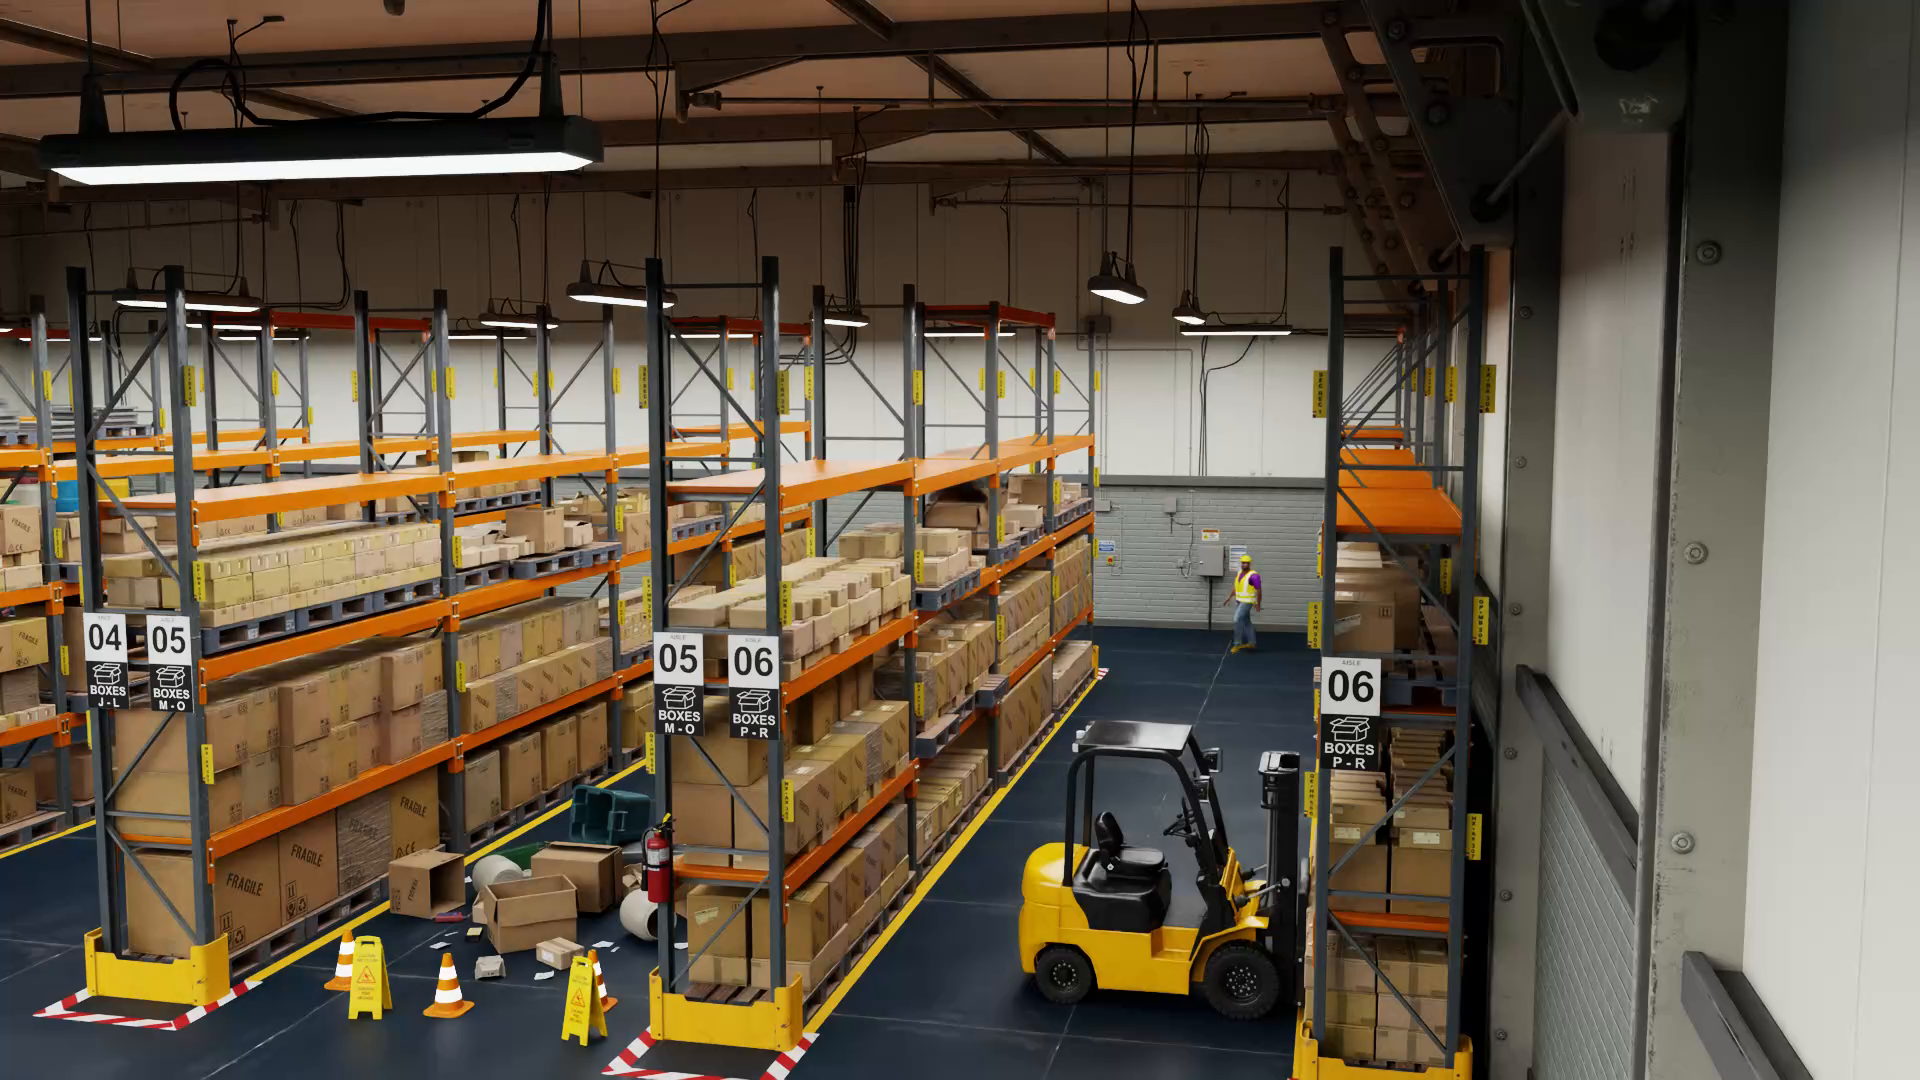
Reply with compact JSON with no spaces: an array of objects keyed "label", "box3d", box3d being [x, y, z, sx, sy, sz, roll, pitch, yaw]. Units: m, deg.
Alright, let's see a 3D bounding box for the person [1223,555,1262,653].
[{"label":"person","box3d":[5.229,1.182,30.823,0.648,1.812,0.533,-1,6,-14]}]
